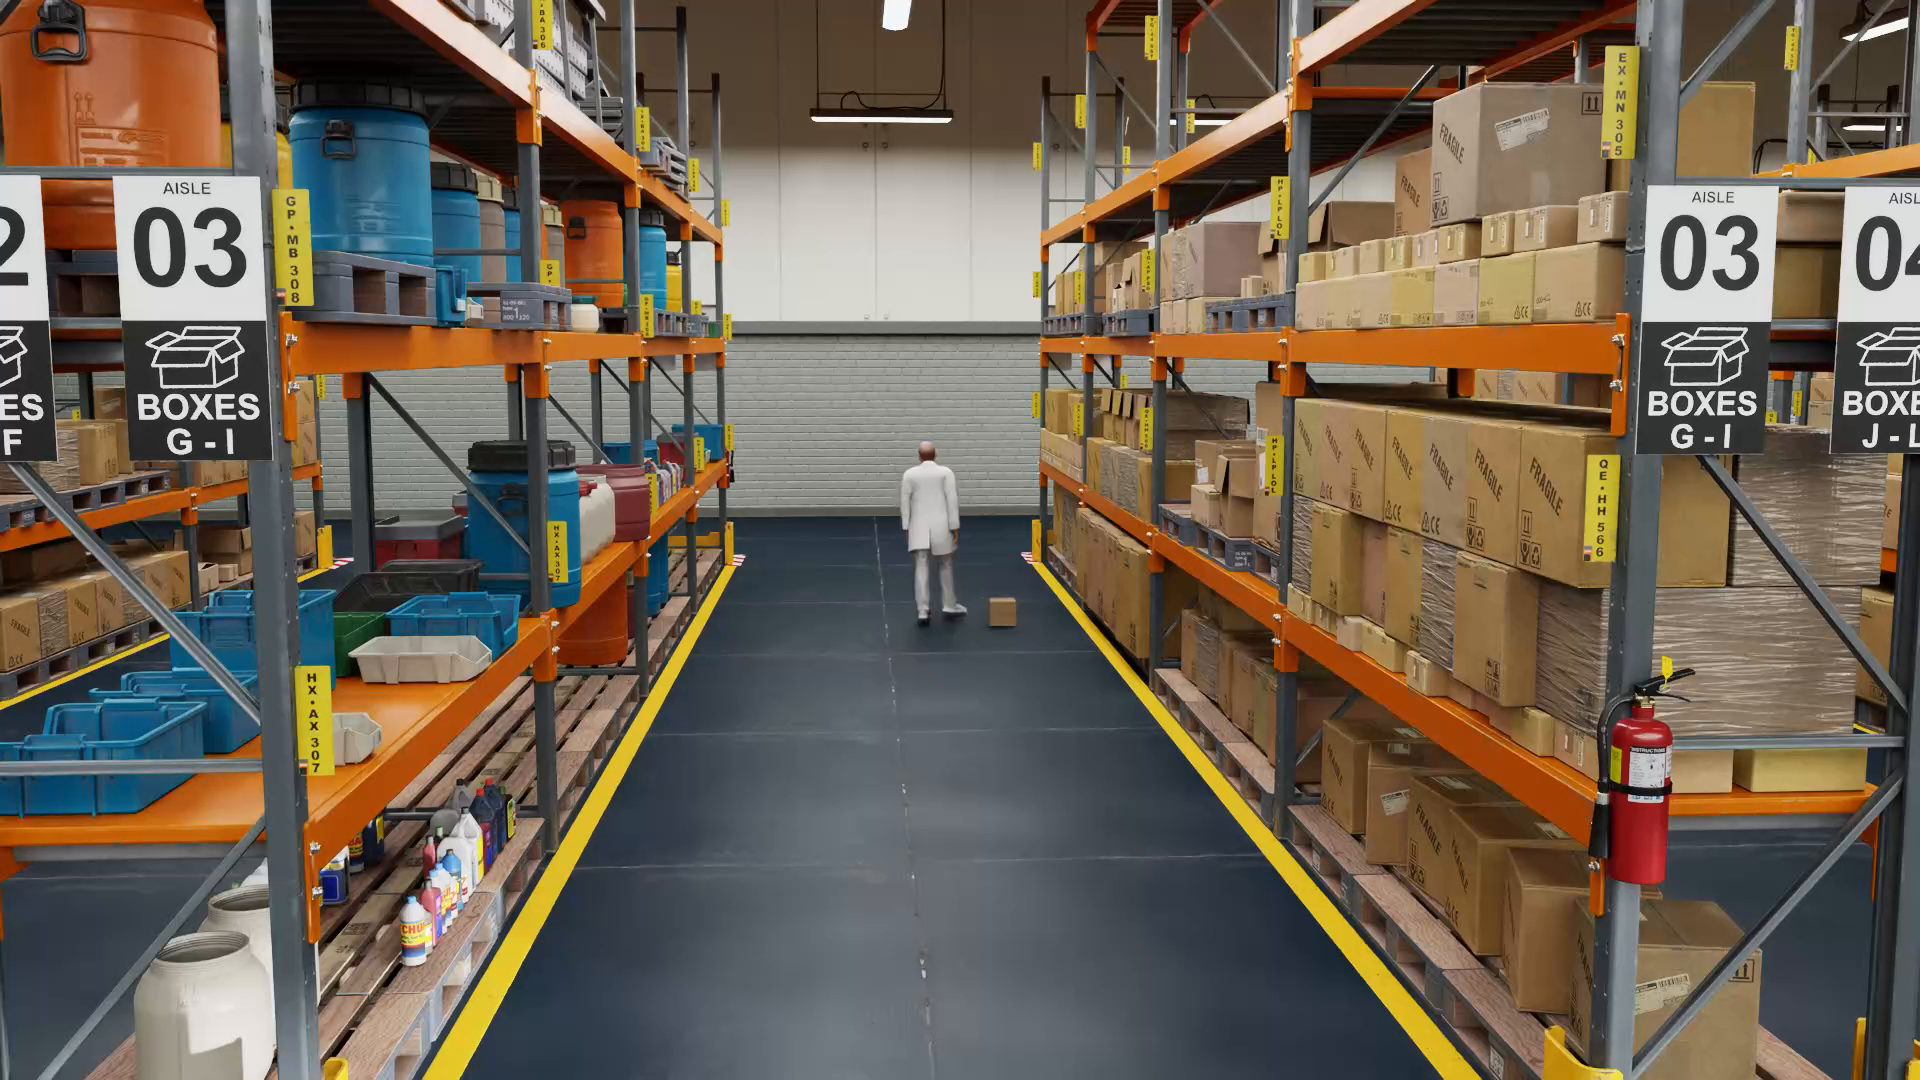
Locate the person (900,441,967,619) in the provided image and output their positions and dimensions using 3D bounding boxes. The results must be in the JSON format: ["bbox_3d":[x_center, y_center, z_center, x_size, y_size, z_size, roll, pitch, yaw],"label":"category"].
[{"bbox_3d":[-0.272,-0.098,16.603,0.643,1.780,0.784,0,7,3],"label":"person"}]
